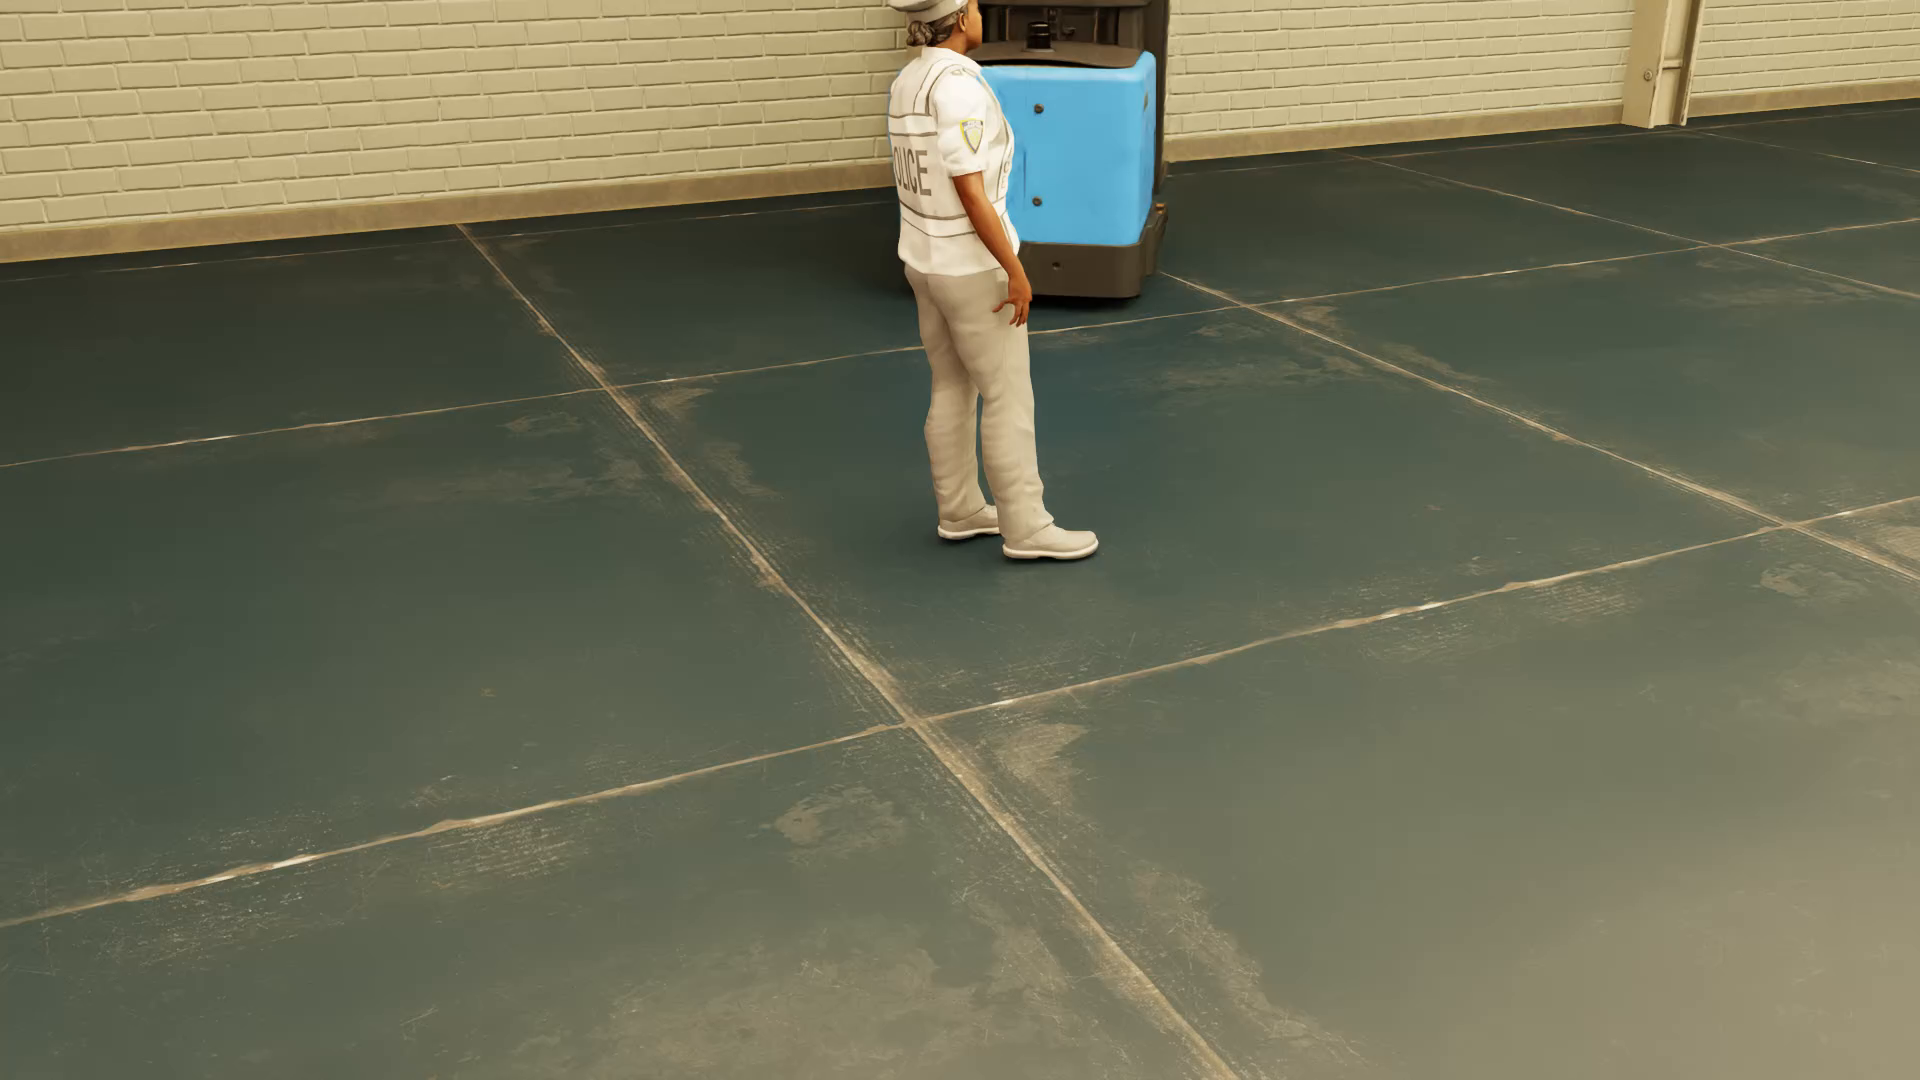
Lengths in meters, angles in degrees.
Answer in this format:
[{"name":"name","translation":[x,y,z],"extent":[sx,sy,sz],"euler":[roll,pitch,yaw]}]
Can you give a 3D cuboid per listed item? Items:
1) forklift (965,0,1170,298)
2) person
[{"name":"forklift","translation":[0.547,-2.987,8.478],"extent":[1.130,2.935,3.031],"euler":[4,23,9]},{"name":"person","translation":[0.076,-0.793,4.792],"extent":[0.530,1.692,0.569],"euler":[-10,25,-23]}]
